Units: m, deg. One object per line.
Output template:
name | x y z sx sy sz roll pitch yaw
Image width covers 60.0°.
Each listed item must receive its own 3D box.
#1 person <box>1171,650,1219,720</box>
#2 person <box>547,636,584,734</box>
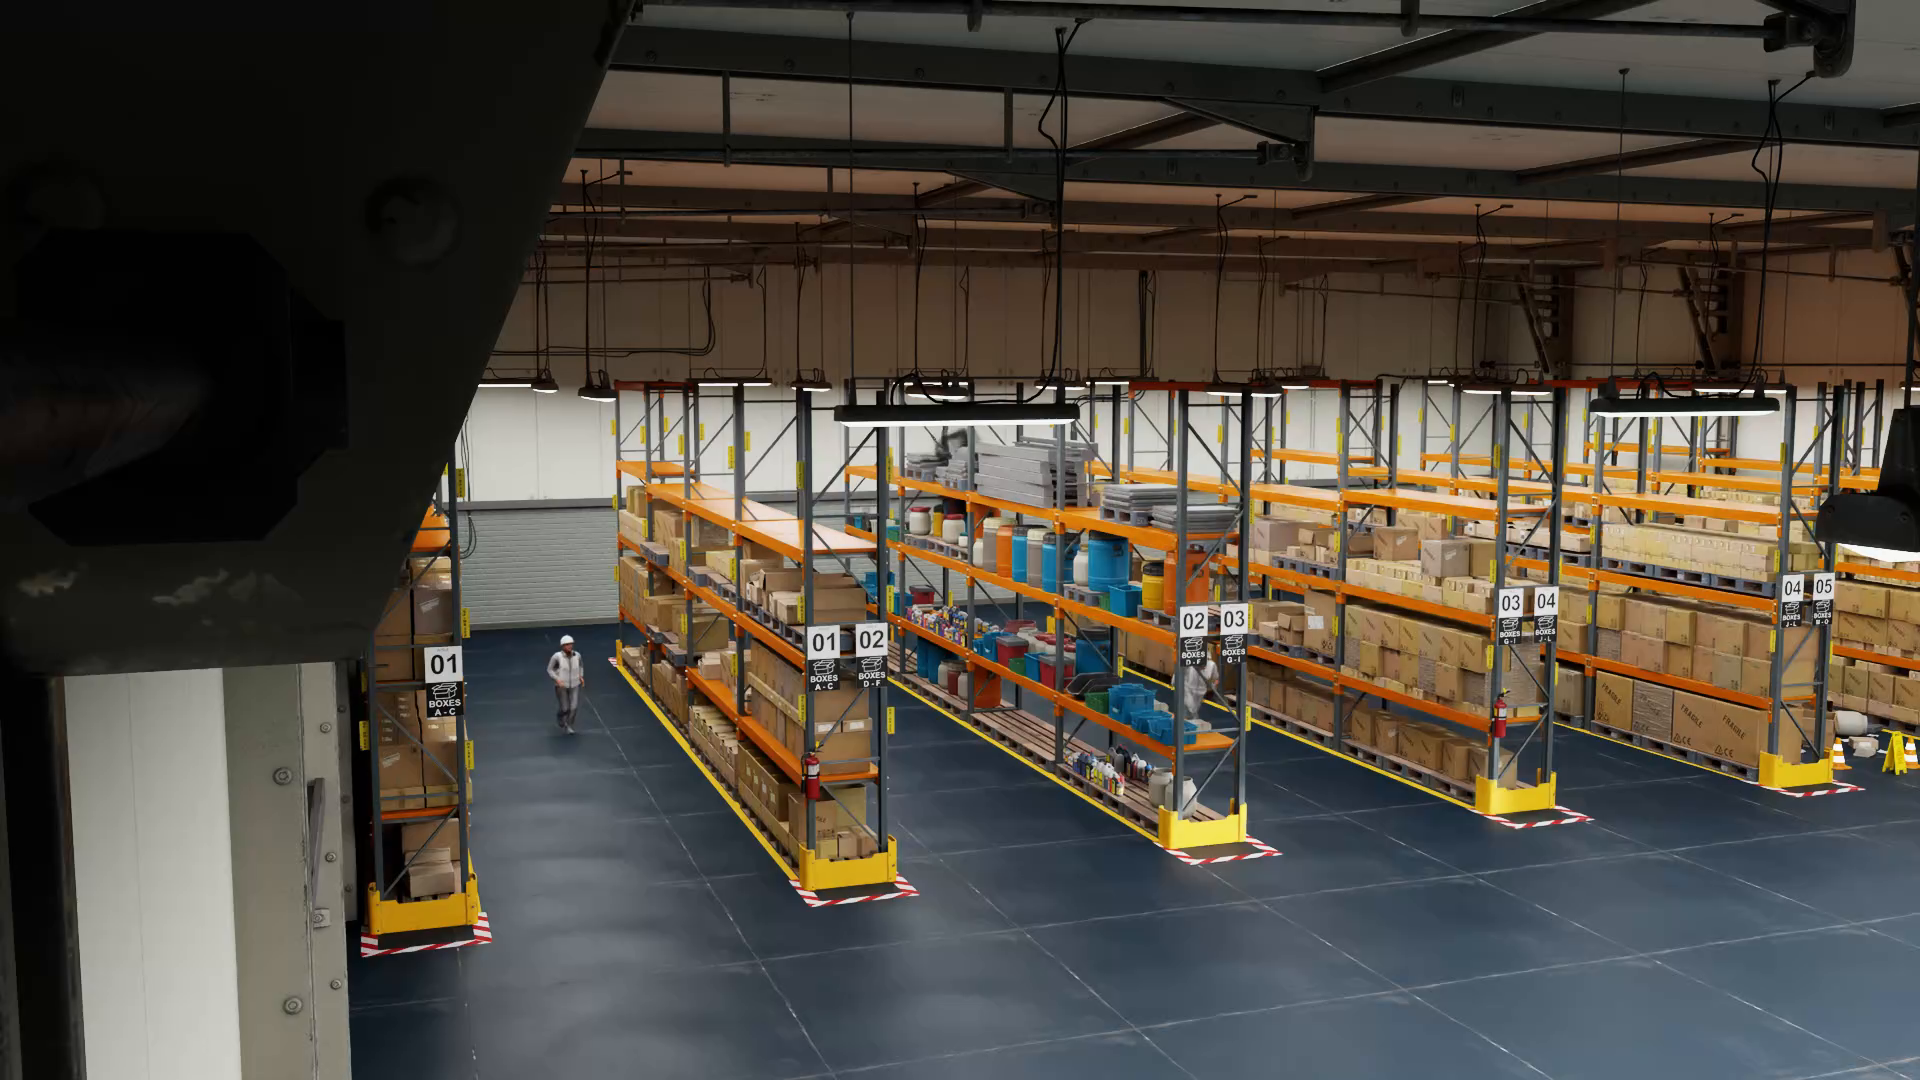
person | 3.954 2.556 27.997 0.713 1.588 1.121 -1 6 -10
person | -6.779 2.470 28.582 0.659 1.709 0.629 -3 7 -30
